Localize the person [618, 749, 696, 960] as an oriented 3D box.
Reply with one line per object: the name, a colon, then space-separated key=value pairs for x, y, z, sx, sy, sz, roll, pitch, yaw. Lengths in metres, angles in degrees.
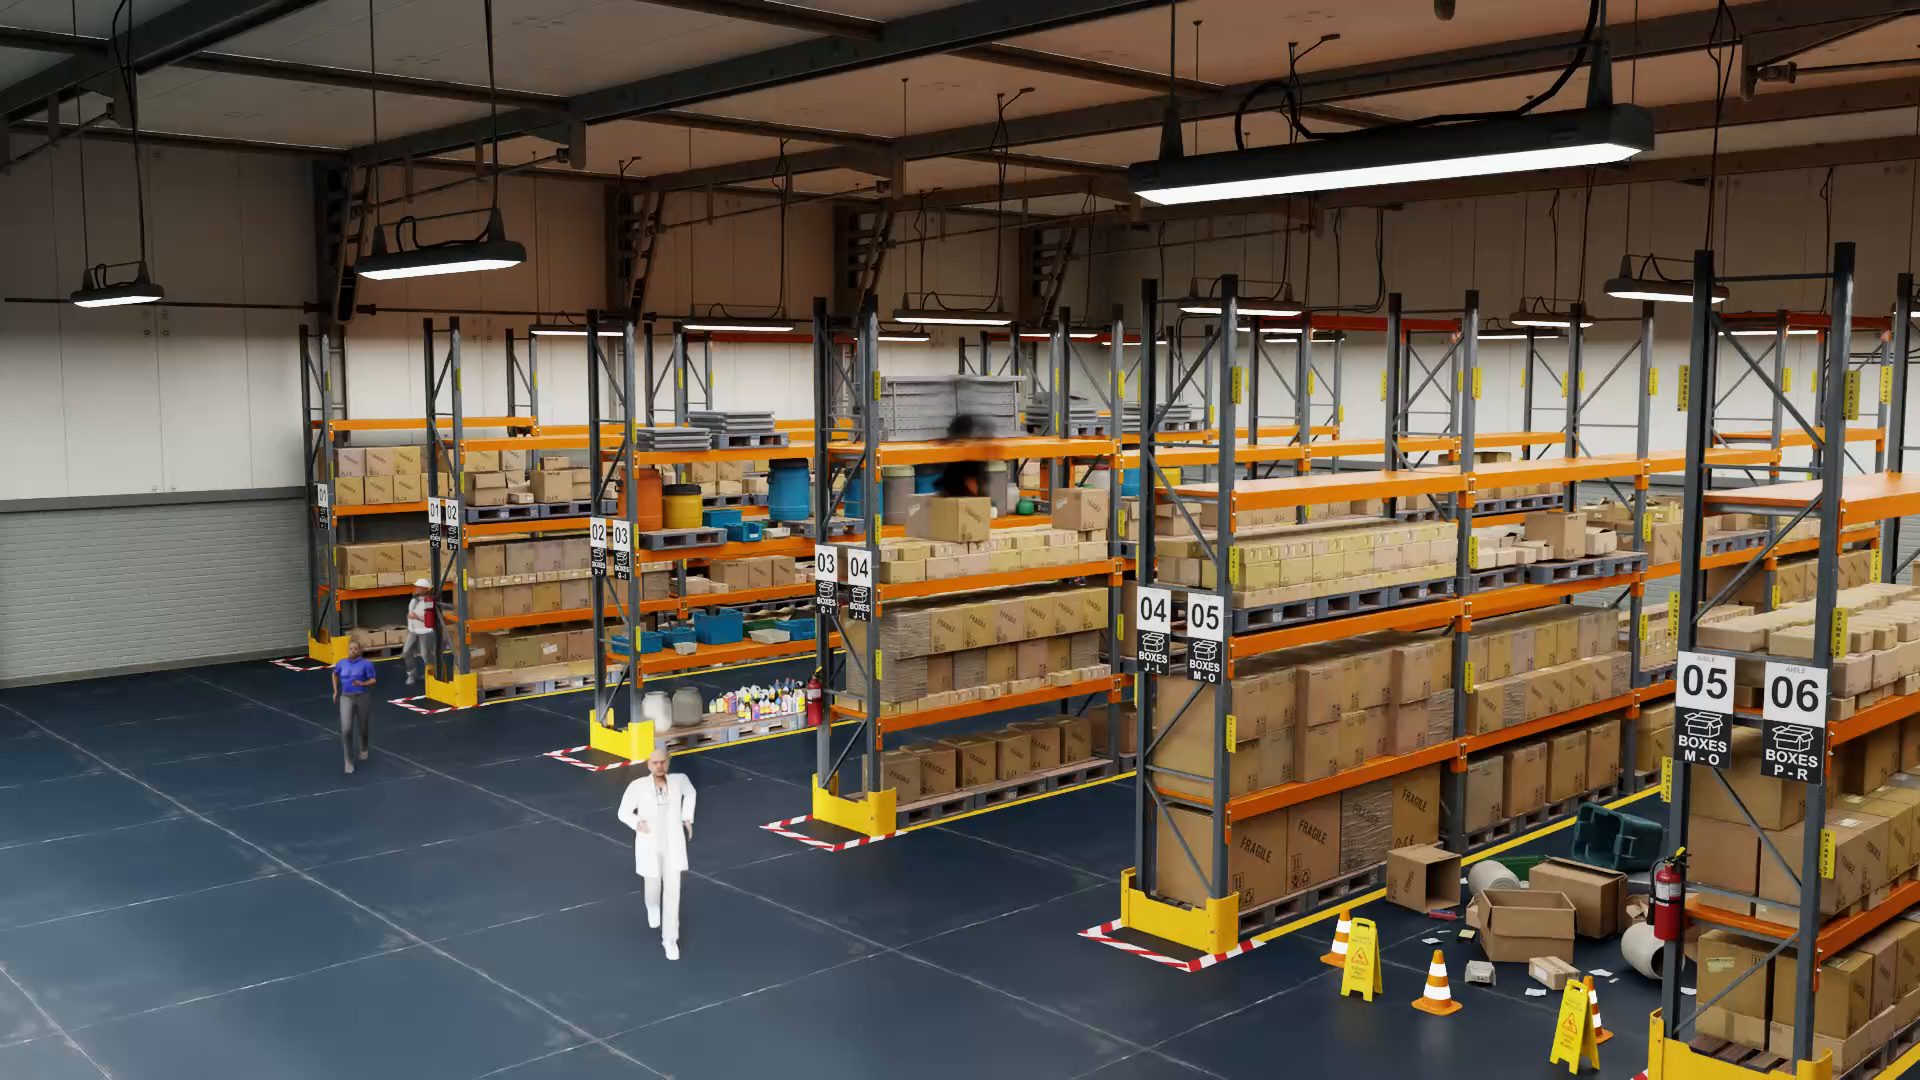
person: x=-2.704 y=2.756 z=14.956 sx=0.714 sy=1.782 sz=1.060 roll=-1 pitch=6 yaw=-14

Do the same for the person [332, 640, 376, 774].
person: x=-7.899 y=2.151 z=21.709 sx=0.549 sy=1.717 sz=0.764 roll=-2 pitch=6 yaw=-18

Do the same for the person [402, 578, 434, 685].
person: x=-8.875 y=1.529 z=27.572 sx=0.632 sy=1.822 sz=0.689 roll=2 pitch=6 yaw=22

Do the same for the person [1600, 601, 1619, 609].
person: x=9.533 y=1.775 z=24.591 sx=1.084 sy=1.743 sz=0.673 roll=-5 pitch=7 yaw=-38
